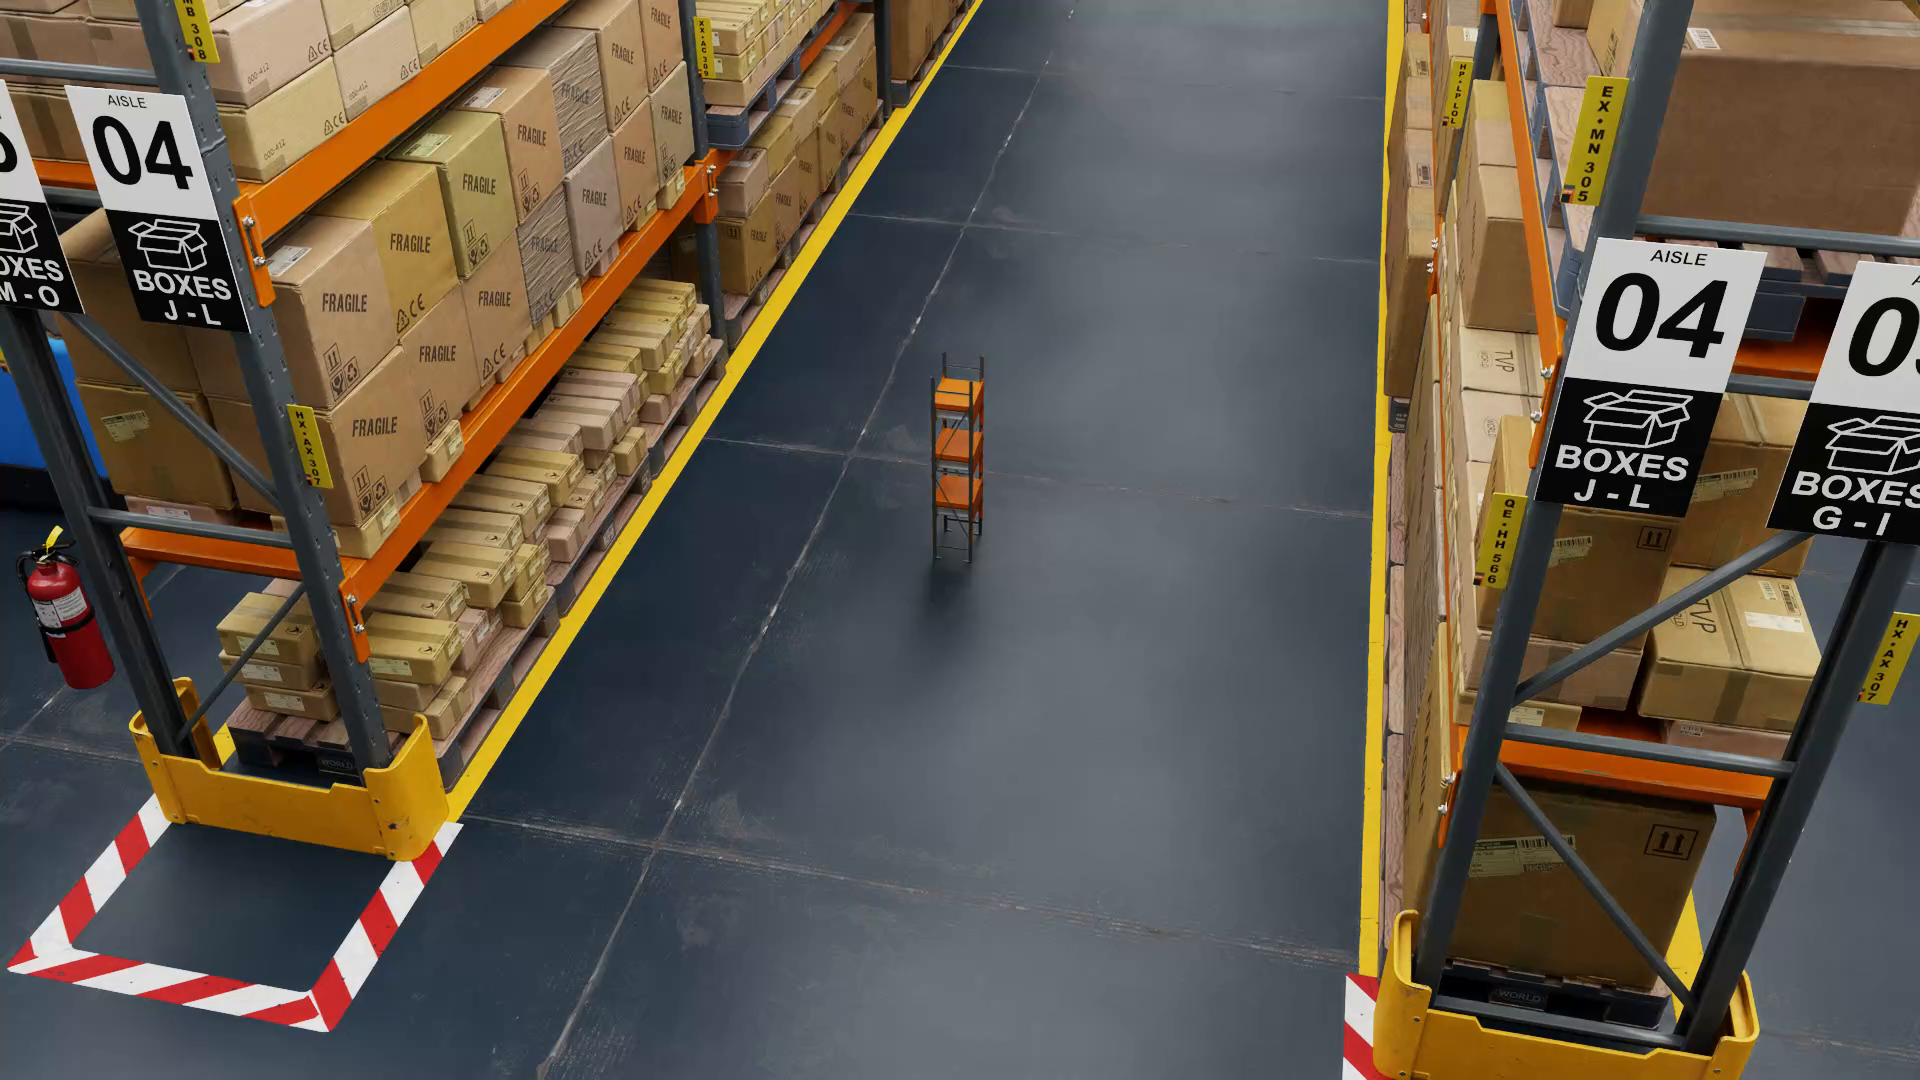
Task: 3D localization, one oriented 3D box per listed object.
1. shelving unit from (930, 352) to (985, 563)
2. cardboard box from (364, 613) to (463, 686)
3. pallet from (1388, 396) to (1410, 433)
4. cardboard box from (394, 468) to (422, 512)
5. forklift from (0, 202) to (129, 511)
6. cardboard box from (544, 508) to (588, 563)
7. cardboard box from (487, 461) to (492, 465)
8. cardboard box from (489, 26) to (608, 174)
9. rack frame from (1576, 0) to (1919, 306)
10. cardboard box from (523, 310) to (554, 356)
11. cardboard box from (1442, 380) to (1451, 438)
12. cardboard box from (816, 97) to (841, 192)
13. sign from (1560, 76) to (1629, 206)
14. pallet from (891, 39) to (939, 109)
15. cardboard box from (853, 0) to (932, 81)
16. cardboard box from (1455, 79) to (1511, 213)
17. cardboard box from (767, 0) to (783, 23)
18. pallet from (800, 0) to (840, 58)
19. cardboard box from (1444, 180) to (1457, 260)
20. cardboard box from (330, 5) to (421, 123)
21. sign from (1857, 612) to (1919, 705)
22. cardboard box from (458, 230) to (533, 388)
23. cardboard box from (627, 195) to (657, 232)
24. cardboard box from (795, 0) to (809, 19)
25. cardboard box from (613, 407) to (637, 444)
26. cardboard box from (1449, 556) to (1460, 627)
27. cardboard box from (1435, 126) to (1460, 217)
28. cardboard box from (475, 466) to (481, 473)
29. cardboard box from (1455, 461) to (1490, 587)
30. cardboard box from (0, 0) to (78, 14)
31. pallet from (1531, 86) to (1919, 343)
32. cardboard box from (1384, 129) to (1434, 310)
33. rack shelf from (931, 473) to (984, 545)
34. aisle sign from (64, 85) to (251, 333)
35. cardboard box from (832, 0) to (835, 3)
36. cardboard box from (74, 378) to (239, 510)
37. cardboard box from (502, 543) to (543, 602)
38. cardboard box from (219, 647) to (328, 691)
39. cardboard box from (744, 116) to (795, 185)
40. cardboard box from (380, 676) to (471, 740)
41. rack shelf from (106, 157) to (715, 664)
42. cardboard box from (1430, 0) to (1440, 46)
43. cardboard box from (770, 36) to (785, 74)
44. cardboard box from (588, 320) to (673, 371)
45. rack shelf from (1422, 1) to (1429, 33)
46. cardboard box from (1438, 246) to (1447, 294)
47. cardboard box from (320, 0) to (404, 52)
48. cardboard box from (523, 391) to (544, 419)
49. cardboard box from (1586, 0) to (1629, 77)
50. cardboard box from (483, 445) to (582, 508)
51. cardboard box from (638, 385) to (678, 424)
[{"bbox_3d":[-0.011,-0.394,8.170,0.215,1.050,0.252,7,37,10],"label":"shelving unit"},{"bbox_3d":[-2.302,0.452,6.905,0.380,0.149,0.250,6,36,8],"label":"cardboard box"},{"bbox_3d":[3.024,-0.970,9.679,1.003,0.211,1.213,7,37,10],"label":"pallet"},{"bbox_3d":[-2.343,-0.228,6.492,0.380,0.149,0.250,9,37,12],"label":"cardboard box"},{"bbox_3d":[-4.321,-2.153,8.993,1.130,2.935,3.031,8,37,11],"label":"forklift"},{"bbox_3d":[-2.038,-0.036,8.085,0.380,0.149,0.250,6,36,8],"label":"cardboard box"},{"bbox_3d":[-2.521,-0.425,8.622,0.380,0.149,0.250,6,36,9],"label":"cardboard box"},{"bbox_3d":[-1.956,-2.001,7.534,0.500,0.500,0.500,8,37,11],"label":"cardboard box"},{"bbox_3d":[2.078,-1.783,3.312,1.000,3.000,0.127,7,37,10],"label":"rack frame"},{"bbox_3d":[-2.073,-0.977,7.527,0.380,0.149,0.250,9,37,12],"label":"cardboard box"},{"bbox_3d":[2.213,-0.524,6.901,0.380,0.149,0.250,6,36,9],"label":"cardboard box"},{"bbox_3d":[-1.134,-2.766,11.552,0.500,0.500,0.500,6,36,8],"label":"cardboard box"},{"bbox_3d":[1.551,-0.971,4.061,0.100,0.325,0.005,7,37,10],"label":"sign"},{"bbox_3d":[-0.795,-3.934,13.768,1.003,0.211,1.213,7,37,10],"label":"pallet"},{"bbox_3d":[-0.819,-4.217,13.342,1.050,0.750,0.750,7,36,9],"label":"cardboard box"},{"bbox_3d":[2.580,-1.768,7.639,0.500,0.500,0.500,7,37,10],"label":"cardboard box"},{"bbox_3d":[-1.247,-3.112,9.606,0.380,0.149,0.250,8,37,10],"label":"cardboard box"},{"bbox_3d":[-1.420,-3.402,10.822,1.003,0.211,1.213,7,37,10],"label":"pallet"},{"bbox_3d":[2.576,-1.470,7.867,0.500,0.250,0.500,7,36,9],"label":"cardboard box"},{"bbox_3d":[-2.284,-1.714,5.901,0.500,0.250,0.500,8,37,11],"label":"cardboard box"},{"bbox_3d":[2.619,0.336,4.695,0.100,0.325,0.005,7,37,10],"label":"sign"},{"bbox_3d":[-2.174,-1.007,7.014,0.500,0.500,0.500,8,37,11],"label":"cardboard box"},{"bbox_3d":[-1.788,-1.725,8.558,0.380,0.149,0.250,9,37,12],"label":"cardboard box"},{"bbox_3d":[-1.140,-3.285,10.099,0.380,0.149,0.250,9,37,12],"label":"cardboard box"},{"bbox_3d":[-1.919,-0.650,8.679,0.380,0.149,0.250,8,37,11],"label":"cardboard box"},{"bbox_3d":[1.941,0.209,5.890,0.380,0.149,0.250,7,37,10],"label":"cardboard box"},{"bbox_3d":[2.766,-1.990,8.625,0.500,0.500,0.500,7,37,10],"label":"cardboard box"},{"bbox_3d":[-2.555,-0.366,8.033,0.380,0.149,0.250,6,36,8],"label":"cardboard box"},{"bbox_3d":[2.031,-0.016,5.860,0.500,0.250,0.500,7,36,9],"label":"cardboard box"},{"bbox_3d":[-2.962,-1.779,5.224,0.380,0.149,0.250,7,37,10],"label":"cardboard box"},{"bbox_3d":[2.226,-0.959,4.807,1.003,0.211,1.213,7,37,10],"label":"pallet"},{"bbox_3d":[3.240,-1.839,9.954,1.225,0.875,0.875,6,36,8],"label":"cardboard box"},{"bbox_3d":[-0.011,-0.161,8.339,0.215,0.259,0.240,7,37,10],"label":"rack shelf"},{"bbox_3d":[-2.468,-1.007,5.138,0.394,0.787,0.004,7,37,10],"label":"aisle sign"},{"bbox_3d":[-0.973,-3.613,10.806,0.380,0.149,0.250,8,37,11],"label":"cardboard box"},{"bbox_3d":[-2.901,-0.485,6.294,0.500,0.500,0.500,8,37,11],"label":"cardboard box"},{"bbox_3d":[-2.143,0.127,7.607,0.380,0.149,0.250,8,37,11],"label":"cardboard box"},{"bbox_3d":[-2.912,0.492,7.104,0.380,0.149,0.250,6,36,9],"label":"cardboard box"},{"bbox_3d":[-1.364,-2.485,10.525,0.500,0.250,0.500,8,37,11],"label":"cardboard box"},{"bbox_3d":[-2.321,0.690,7.083,0.380,0.149,0.250,8,37,11],"label":"cardboard box"},{"bbox_3d":[-2.319,-0.889,7.804,1.077,0.370,4.000,7,37,10],"label":"rack shelf"},{"bbox_3d":[3.309,-3.440,10.626,0.500,0.500,0.500,6,36,9],"label":"cardboard box"},{"bbox_3d":[-1.247,-2.866,9.775,0.380,0.149,0.250,8,37,10],"label":"cardboard box"},{"bbox_3d":[-1.775,-1.052,8.980,0.380,0.149,0.250,7,37,10],"label":"cardboard box"},{"bbox_3d":[4.214,-4.796,13.194,1.077,0.370,4.000,7,37,10],"label":"rack shelf"},{"bbox_3d":[2.488,-1.267,7.926,0.380,0.149,0.250,6,36,8],"label":"cardboard box"},{"bbox_3d":[-2.288,-1.908,5.743,0.500,0.250,0.500,7,36,9],"label":"cardboard box"},{"bbox_3d":[-2.407,-0.686,8.728,0.380,0.149,0.250,9,37,12],"label":"cardboard box"},{"bbox_3d":[2.438,-1.734,5.273,0.700,0.500,0.500,5,36,7],"label":"cardboard box"},{"bbox_3d":[-2.040,-0.305,7.950,0.380,0.149,0.250,8,37,11],"label":"cardboard box"},{"bbox_3d":[-1.773,-0.777,9.108,0.380,0.149,0.250,6,36,8],"label":"cardboard box"}]
